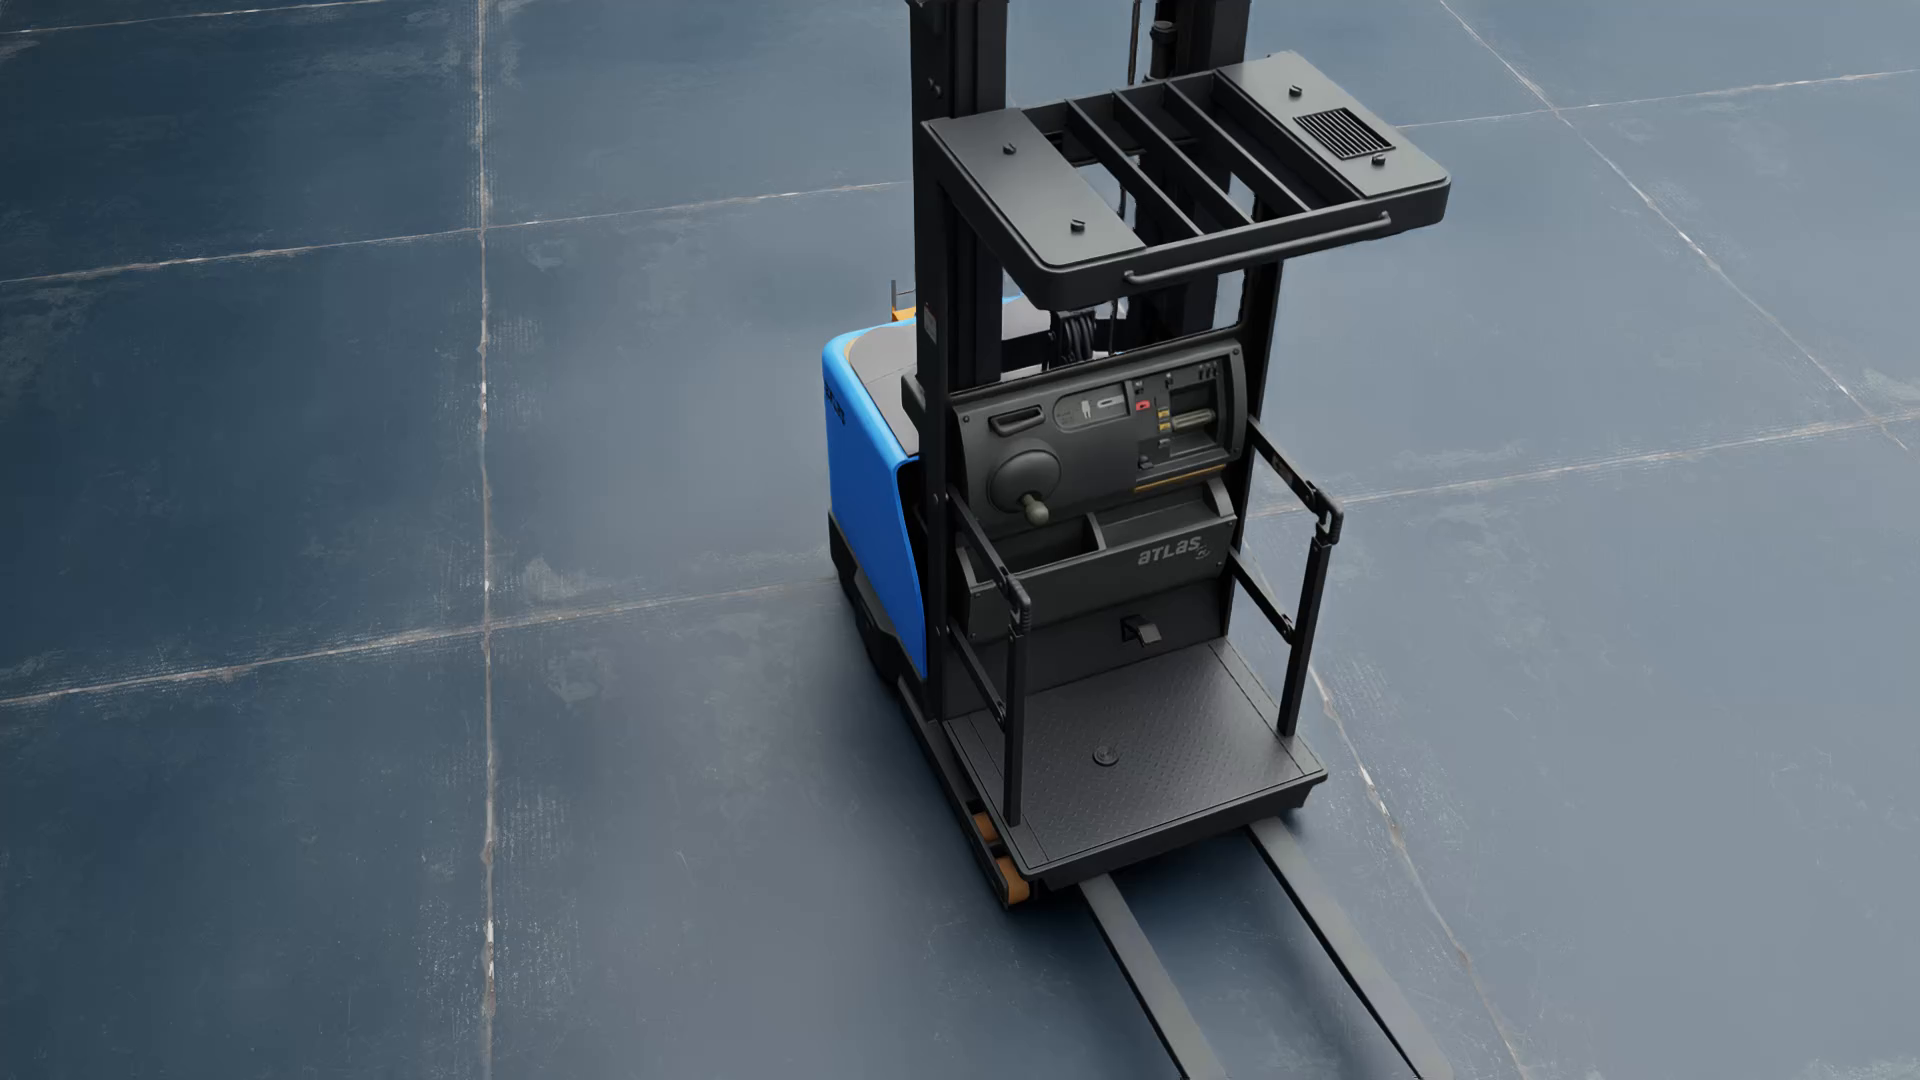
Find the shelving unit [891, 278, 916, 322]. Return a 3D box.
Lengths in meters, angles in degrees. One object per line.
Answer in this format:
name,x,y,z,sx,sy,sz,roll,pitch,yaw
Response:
shelving unit,-0.120,-0.540,6.567,0.215,1.050,0.252,-15,44,-17

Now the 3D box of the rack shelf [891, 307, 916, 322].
rack shelf,-0.120,-0.744,6.386,0.215,0.259,0.240,-15,44,-17

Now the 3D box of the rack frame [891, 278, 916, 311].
rack frame,-0.166,-0.615,6.652,0.200,1.050,0.008,-15,44,-17

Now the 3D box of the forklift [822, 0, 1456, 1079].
forklift,0.517,-0.234,4.806,1.130,2.935,3.031,-15,44,-17

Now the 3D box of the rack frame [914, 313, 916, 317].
rack frame,-0.074,-0.465,6.483,0.200,1.050,0.008,-15,44,-17
